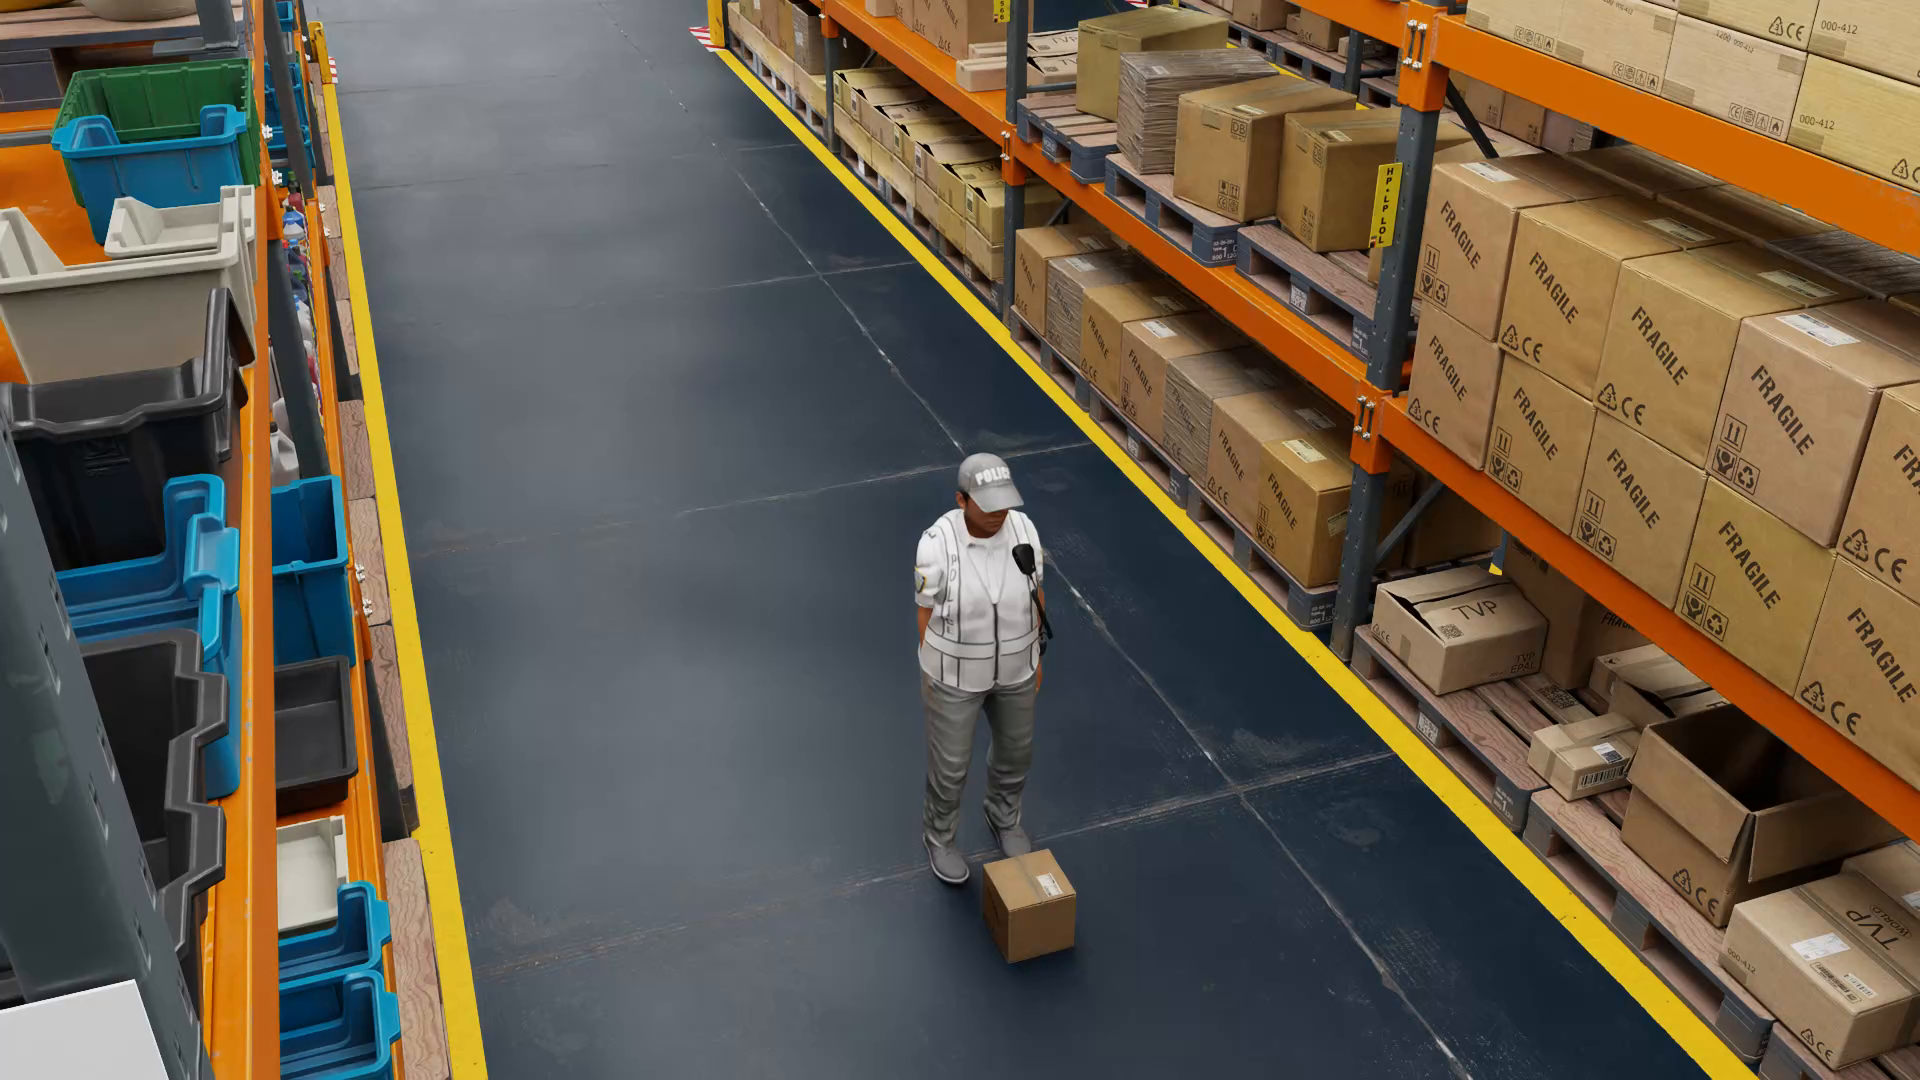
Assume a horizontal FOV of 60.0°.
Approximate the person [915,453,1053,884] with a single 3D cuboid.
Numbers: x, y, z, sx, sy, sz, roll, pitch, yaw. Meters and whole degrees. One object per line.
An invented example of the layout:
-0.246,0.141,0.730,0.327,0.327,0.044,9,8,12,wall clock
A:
0.086,0.460,5.853,0.466,1.675,0.390,-10,31,-16,person
